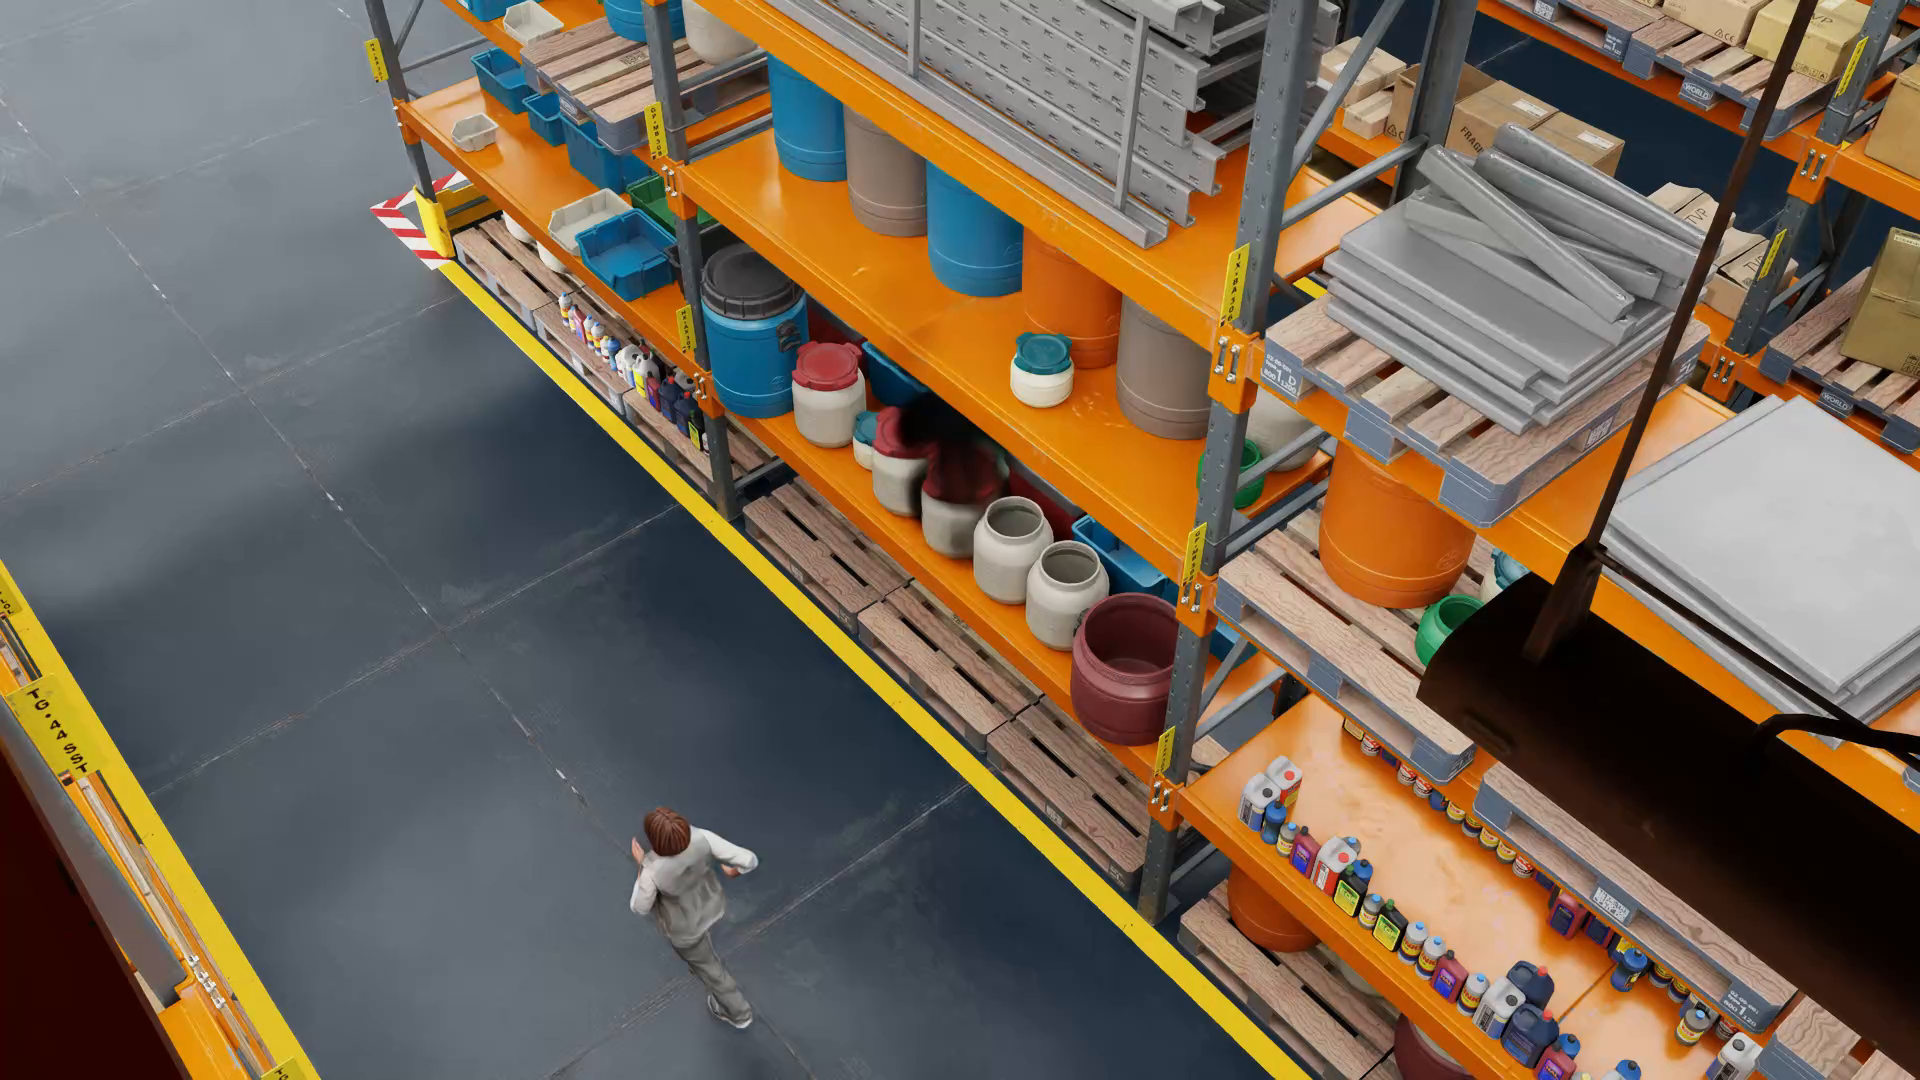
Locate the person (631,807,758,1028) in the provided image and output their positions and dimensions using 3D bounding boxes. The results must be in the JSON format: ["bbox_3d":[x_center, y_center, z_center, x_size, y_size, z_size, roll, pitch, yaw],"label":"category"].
[{"bbox_3d":[-1.270,1.758,7.827,0.646,1.668,0.516,29,53,24],"label":"person"}]
